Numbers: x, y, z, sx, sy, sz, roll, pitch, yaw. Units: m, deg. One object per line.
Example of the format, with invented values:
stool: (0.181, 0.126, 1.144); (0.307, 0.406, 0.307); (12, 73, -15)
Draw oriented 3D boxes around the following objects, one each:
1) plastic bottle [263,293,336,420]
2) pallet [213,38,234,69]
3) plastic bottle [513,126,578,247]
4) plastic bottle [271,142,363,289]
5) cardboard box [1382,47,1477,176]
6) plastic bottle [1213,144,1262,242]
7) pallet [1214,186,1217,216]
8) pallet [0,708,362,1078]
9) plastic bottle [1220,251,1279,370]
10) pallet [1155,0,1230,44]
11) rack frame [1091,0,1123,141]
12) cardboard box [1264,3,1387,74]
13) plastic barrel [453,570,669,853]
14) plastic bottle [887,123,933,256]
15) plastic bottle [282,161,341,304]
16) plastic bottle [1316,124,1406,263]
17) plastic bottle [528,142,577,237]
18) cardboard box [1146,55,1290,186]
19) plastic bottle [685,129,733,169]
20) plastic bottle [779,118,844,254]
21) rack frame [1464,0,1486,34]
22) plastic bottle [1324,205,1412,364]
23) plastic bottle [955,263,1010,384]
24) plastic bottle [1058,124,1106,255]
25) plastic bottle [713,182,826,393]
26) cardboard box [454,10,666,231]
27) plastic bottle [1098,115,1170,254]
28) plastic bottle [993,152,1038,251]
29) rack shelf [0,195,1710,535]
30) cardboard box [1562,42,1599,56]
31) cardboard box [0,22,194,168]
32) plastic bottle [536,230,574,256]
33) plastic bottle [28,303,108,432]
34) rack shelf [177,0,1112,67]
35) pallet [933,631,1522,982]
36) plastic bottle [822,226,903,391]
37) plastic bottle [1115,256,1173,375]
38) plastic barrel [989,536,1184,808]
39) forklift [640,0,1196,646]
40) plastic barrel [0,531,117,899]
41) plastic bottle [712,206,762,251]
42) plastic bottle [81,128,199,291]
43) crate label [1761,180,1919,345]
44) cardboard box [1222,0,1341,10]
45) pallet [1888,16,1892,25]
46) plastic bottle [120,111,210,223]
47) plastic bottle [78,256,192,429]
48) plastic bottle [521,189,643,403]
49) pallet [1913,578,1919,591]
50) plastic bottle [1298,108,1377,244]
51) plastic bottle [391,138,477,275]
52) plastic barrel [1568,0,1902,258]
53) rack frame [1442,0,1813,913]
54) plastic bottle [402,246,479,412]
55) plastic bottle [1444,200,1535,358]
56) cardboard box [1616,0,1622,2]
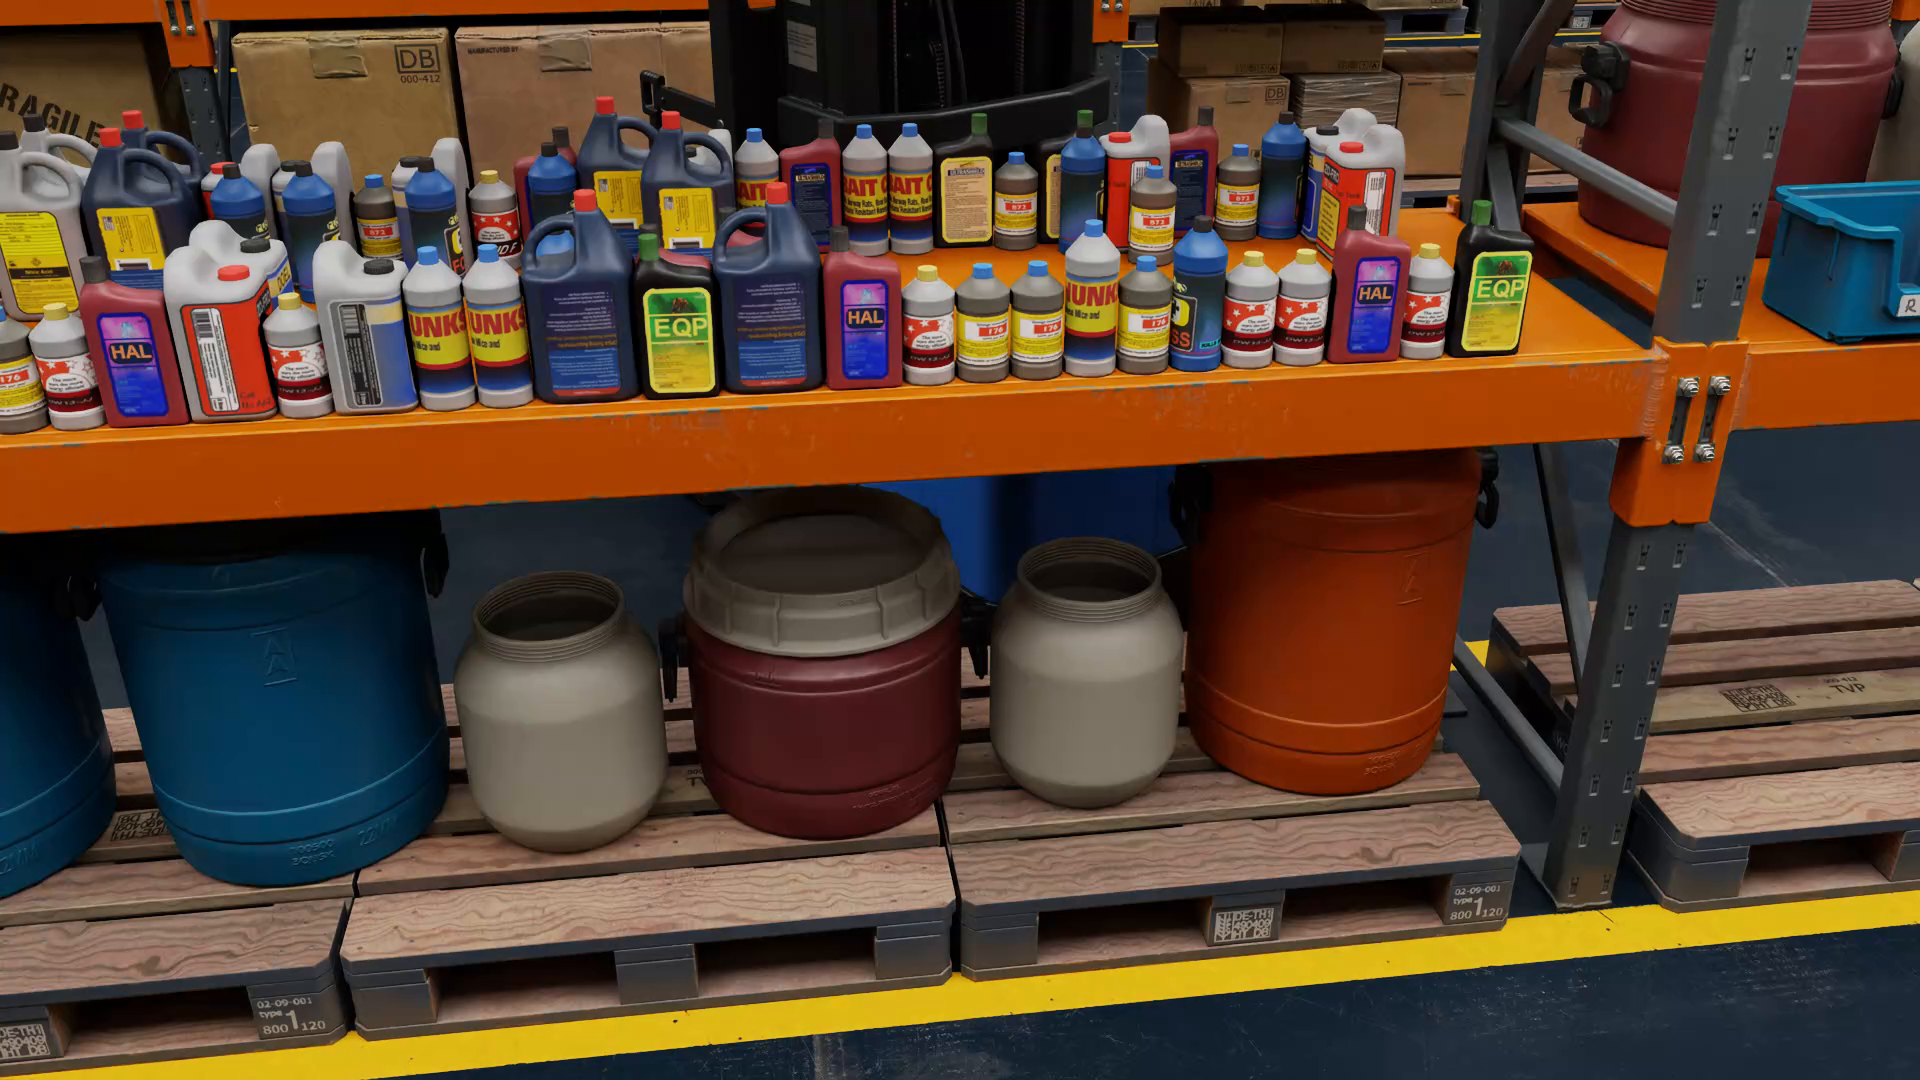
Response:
plastic bottle: (-1.109, -0.314, 2.793); (0.097, 0.201, 0.097); (0, 27, 0)
pallet: (-5.808, -3.600, 12.035); (1.213, 0.211, 1.003); (-4, 27, -7)
plastic bottle: (-0.864, -0.724, 3.504); (0.133, 0.283, 0.061); (-4, 27, -7)
plastic bottle: (-1.317, -0.671, 3.408); (0.135, 0.276, 0.152); (-4, 27, -7)
cardboard box: (2.383, -2.200, 8.508); (0.500, 0.500, 0.700); (-1, 27, -3)
plastic bottle: (0.616, -0.774, 3.691); (0.097, 0.201, 0.097); (0, 27, 0)
pallet: (1.389, -1.793, 8.513); (1.213, 0.211, 1.003); (-4, 27, -7)
pallet: (-1.887, 0.719, 3.617); (1.213, 0.211, 1.003); (-4, 27, -7)
plastic bottle: (0.522, -0.418, 2.997); (0.097, 0.201, 0.097); (0, 27, 0)
pallet: (2.020, -4.085, 12.979); (1.213, 0.211, 1.003); (-4, 27, -7)
rack frame: (0.614, -2.984, 7.781); (0.127, 3.000, 1.000); (-4, 27, -7)
cardboard box: (1.798, -2.496, 8.264); (0.500, 0.250, 0.500); (-1, 27, -1)
plastic barrel: (-0.843, 0.362, 3.525); (0.421, 0.512, 0.421); (0, 27, 0)
plastic bottle: (-0.106, -0.759, 3.585); (0.097, 0.271, 0.097); (0, 27, 0)
plastic bottle: (-1.281, -0.614, 3.301); (0.097, 0.271, 0.097); (0, 27, 0)
plastic bottle: (0.852, -0.740, 3.542); (0.135, 0.276, 0.152); (-4, 27, -7)
plastic bottle: (-0.836, -0.684, 3.439); (0.097, 0.271, 0.097); (0, 27, 0)
cardboard box: (1.275, -2.120, 8.352); (0.500, 0.500, 0.700); (-5, 28, -10)
plastic bottle: (-0.542, -0.721, 3.505); (0.135, 0.276, 0.152); (-4, 27, -7)
plastic bottle: (-0.320, -0.759, 3.572); (0.133, 0.283, 0.061); (-4, 27, -7)
rack frame: (3.985, -5.488, 12.659); (0.127, 3.000, 1.000); (-4, 27, -7)
plastic bottle: (0.735, -0.460, 2.989); (0.133, 0.283, 0.061); (-4, 27, -7)
plastic bottle: (0.040, -0.388, 2.937); (0.097, 0.201, 0.097); (0, 27, 0)
plastic bottle: (0.263, -0.755, 3.576); (0.097, 0.271, 0.097); (0, 27, 0)
plastic bottle: (-0.332, -0.441, 2.878); (0.185, 0.351, 0.144); (-4, 27, -7)
cardboard box: (-1.831, -2.079, 7.883); (0.875, 0.875, 1.225); (-5, 28, -9)
plastic bottle: (0.373, -0.779, 3.619); (0.135, 0.276, 0.152); (-4, 27, -7)
plastic bottle: (0.122, -0.743, 3.629); (0.097, 0.201, 0.097); (0, 27, 0)
rack shelf: (-0.676, -0.298, 3.333); (4.000, 0.370, 1.077); (-4, 27, -7)
cardboard box: (3.490, -2.271, 8.647); (0.500, 0.500, 0.700); (-4, 27, -7)
cardboard box: (-4.011, -1.966, 7.663); (0.875, 0.875, 0.875); (-4, 27, -7)
plastic bottle: (-0.707, -0.437, 2.957); (0.097, 0.271, 0.097); (0, 27, 0)
plastic bottle: (-1.471, -0.290, 2.748); (0.097, 0.201, 0.097); (0, 27, 0)
rack shelf: (-1.366, -2.537, 7.697); (4.000, 0.370, 1.077); (-4, 27, -7)
pallet: (0.530, 0.564, 3.919); (1.213, 0.211, 1.003); (-4, 27, -7)
plastic bottle: (-0.168, -0.402, 2.876); (0.133, 0.283, 0.061); (-4, 27, -7)
plastic bottle: (0.329, -0.406, 2.973); (0.097, 0.201, 0.097); (0, 27, 0)
plastic barrel: (0.276, 0.290, 3.665); (0.421, 0.512, 0.421); (0, 27, 0)
forklift: (-0.371, -1.534, 5.029); (1.130, 2.935, 3.031); (-19, 33, -32)
plastic barrel: (-2.115, 0.229, 3.357); (0.708, 0.901, 0.600); (-4, 27, -7)
plastic bottle: (-0.372, -0.456, 2.980); (0.133, 0.283, 0.061); (-4, 27, -7)
plastic bottle: (-1.589, -0.622, 3.231); (0.185, 0.351, 0.144); (-4, 27, -7)
crate label: (1.774, -0.528, 3.177); (0.416, 0.233, 0.303); (-4, 27, -7)
cardboard box: (2.427, -4.534, 12.804); (0.750, 0.750, 1.050); (-4, 27, -7)
pallet: (7.165, -4.415, 13.623); (1.213, 0.211, 1.003); (-4, 27, -7)
plastic bottle: (-1.609, -0.687, 3.358); (0.185, 0.351, 0.144); (-4, 27, -7)
plastic bottle: (-1.354, -0.326, 2.727); (0.133, 0.283, 0.061); (-4, 27, -7)
plastic bottle: (-0.647, -0.421, 2.838); (0.185, 0.351, 0.144); (-4, 27, -7)
pallet: (3.283, 0.387, 4.264); (1.213, 0.211, 1.003); (-4, 27, -7)
plastic bottle: (0.831, -0.809, 3.676); (0.135, 0.276, 0.152); (-4, 27, -7)
plastic bottle: (-1.087, -0.686, 3.436); (0.135, 0.276, 0.152); (-4, 27, -7)
plastic barrel: (1.722, -0.972, 3.710); (0.708, 0.536, 0.600); (-4, 27, -7)
rack frame: (1.305, -0.745, 3.417); (0.127, 3.000, 1.000); (-4, 27, -7)
plastic bottle: (-0.880, -0.360, 2.806); (0.097, 0.271, 0.097); (0, 27, 0)
plastic bottle: (0.963, -0.475, 3.018); (0.133, 0.283, 0.061); (-4, 27, -7)
cardboard box: (5.509, -4.796, 13.180); (0.875, 0.875, 0.875); (-3, 27, -7)
